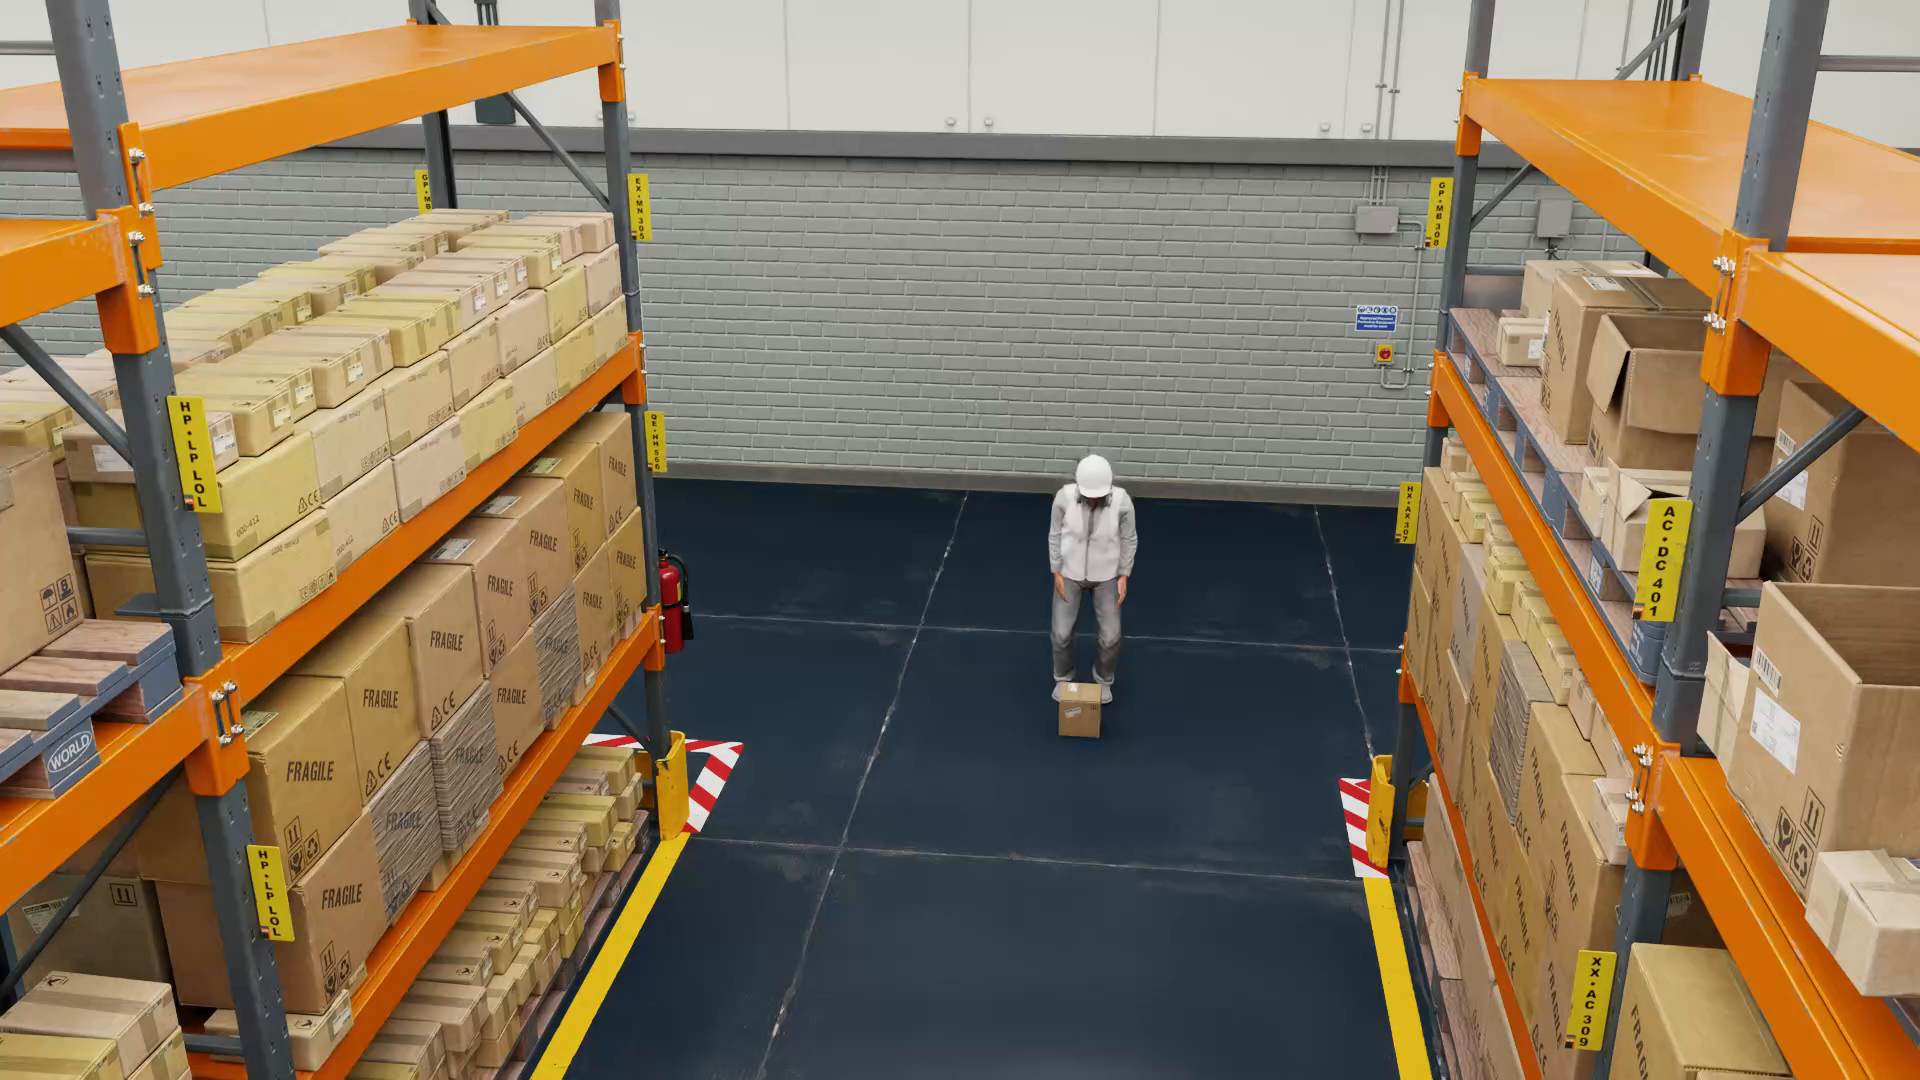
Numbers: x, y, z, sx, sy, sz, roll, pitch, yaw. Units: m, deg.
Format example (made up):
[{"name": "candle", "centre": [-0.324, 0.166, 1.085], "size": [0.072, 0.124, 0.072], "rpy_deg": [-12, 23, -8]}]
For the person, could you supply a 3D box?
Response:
[{"name": "person", "centre": [0.837, 0.231, 10.567], "size": [0.567, 1.695, 0.516], "rpy_deg": [3, 21, 8]}]
